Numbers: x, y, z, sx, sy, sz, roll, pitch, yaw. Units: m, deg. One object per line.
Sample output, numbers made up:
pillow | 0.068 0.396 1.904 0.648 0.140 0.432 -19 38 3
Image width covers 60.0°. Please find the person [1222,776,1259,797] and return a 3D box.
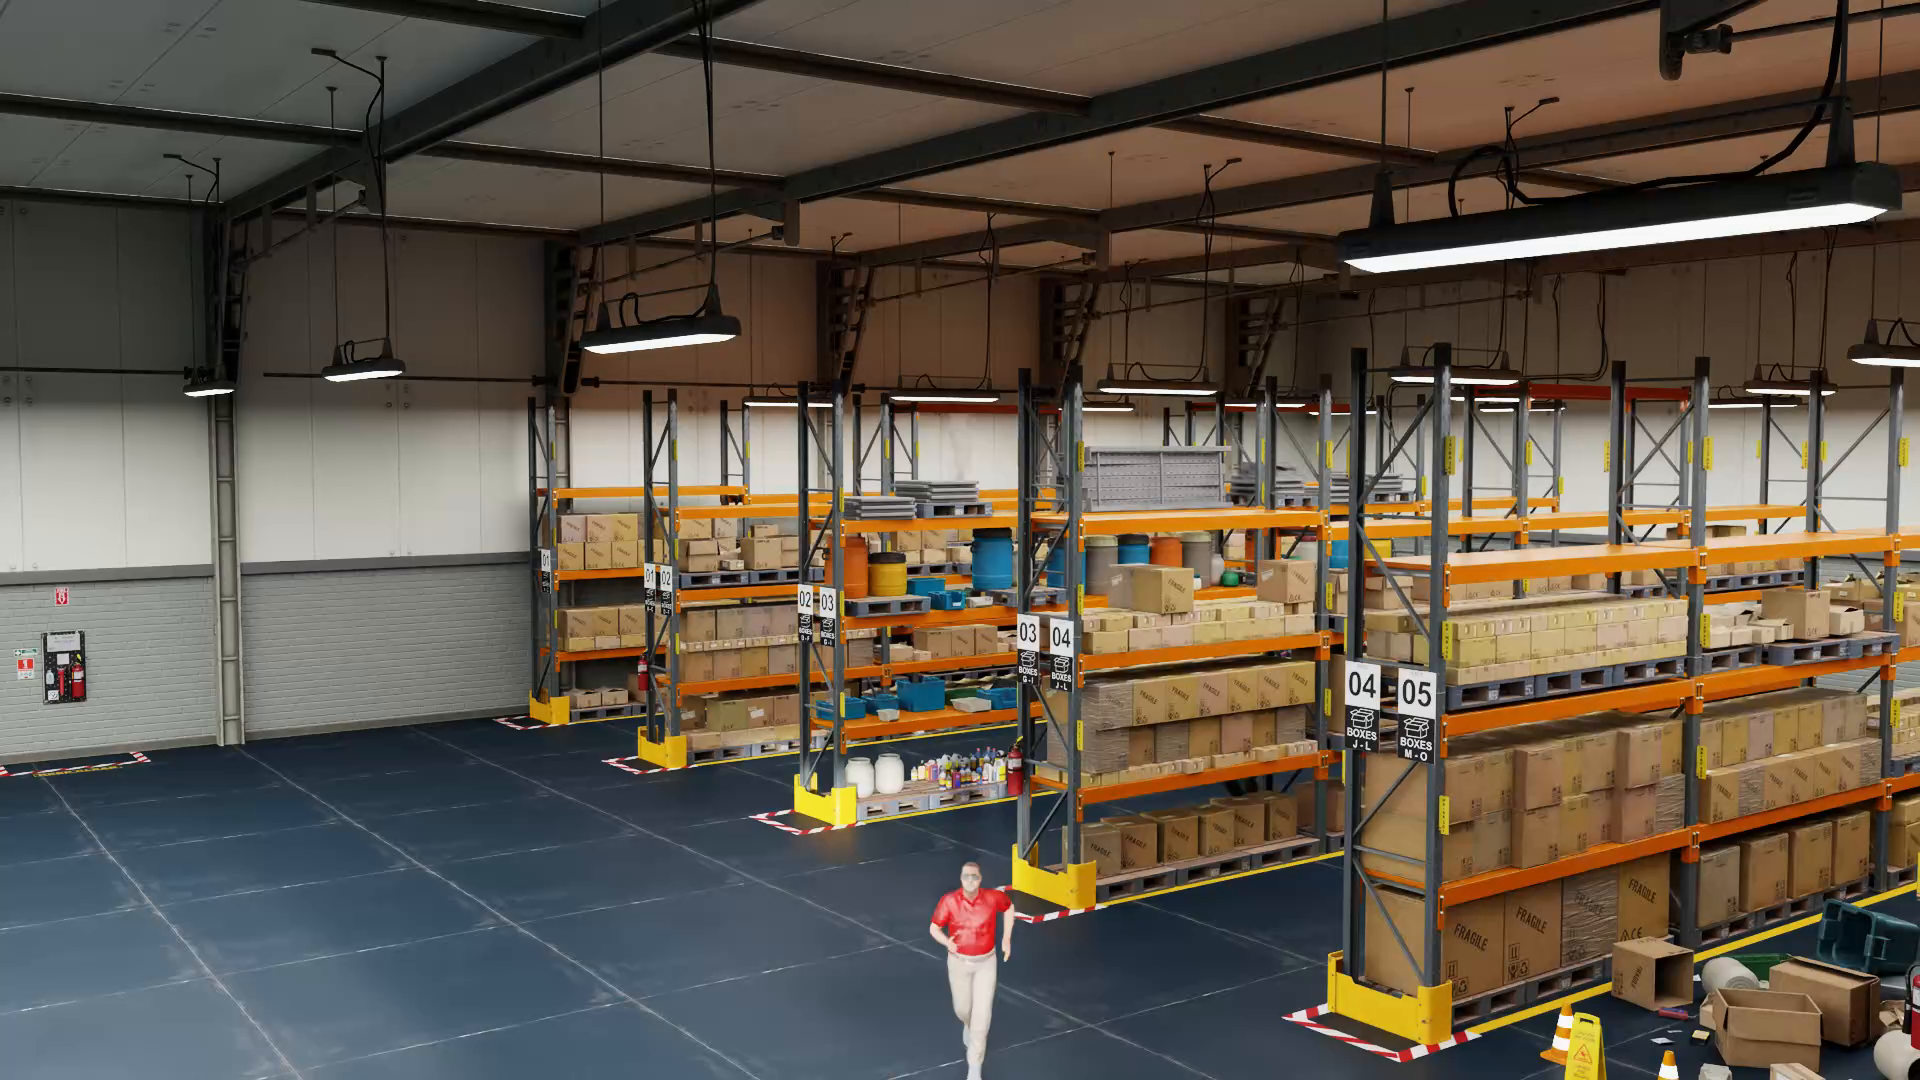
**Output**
person | 3.911 2.936 22.823 0.779 1.758 0.697 -3 4 -41

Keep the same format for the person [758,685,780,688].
person | -3.418 2.599 29.867 0.753 1.678 0.585 -2 4 -36

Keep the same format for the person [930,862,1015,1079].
person | 0.102 3.520 13.672 0.693 1.783 0.891 0 3 2
